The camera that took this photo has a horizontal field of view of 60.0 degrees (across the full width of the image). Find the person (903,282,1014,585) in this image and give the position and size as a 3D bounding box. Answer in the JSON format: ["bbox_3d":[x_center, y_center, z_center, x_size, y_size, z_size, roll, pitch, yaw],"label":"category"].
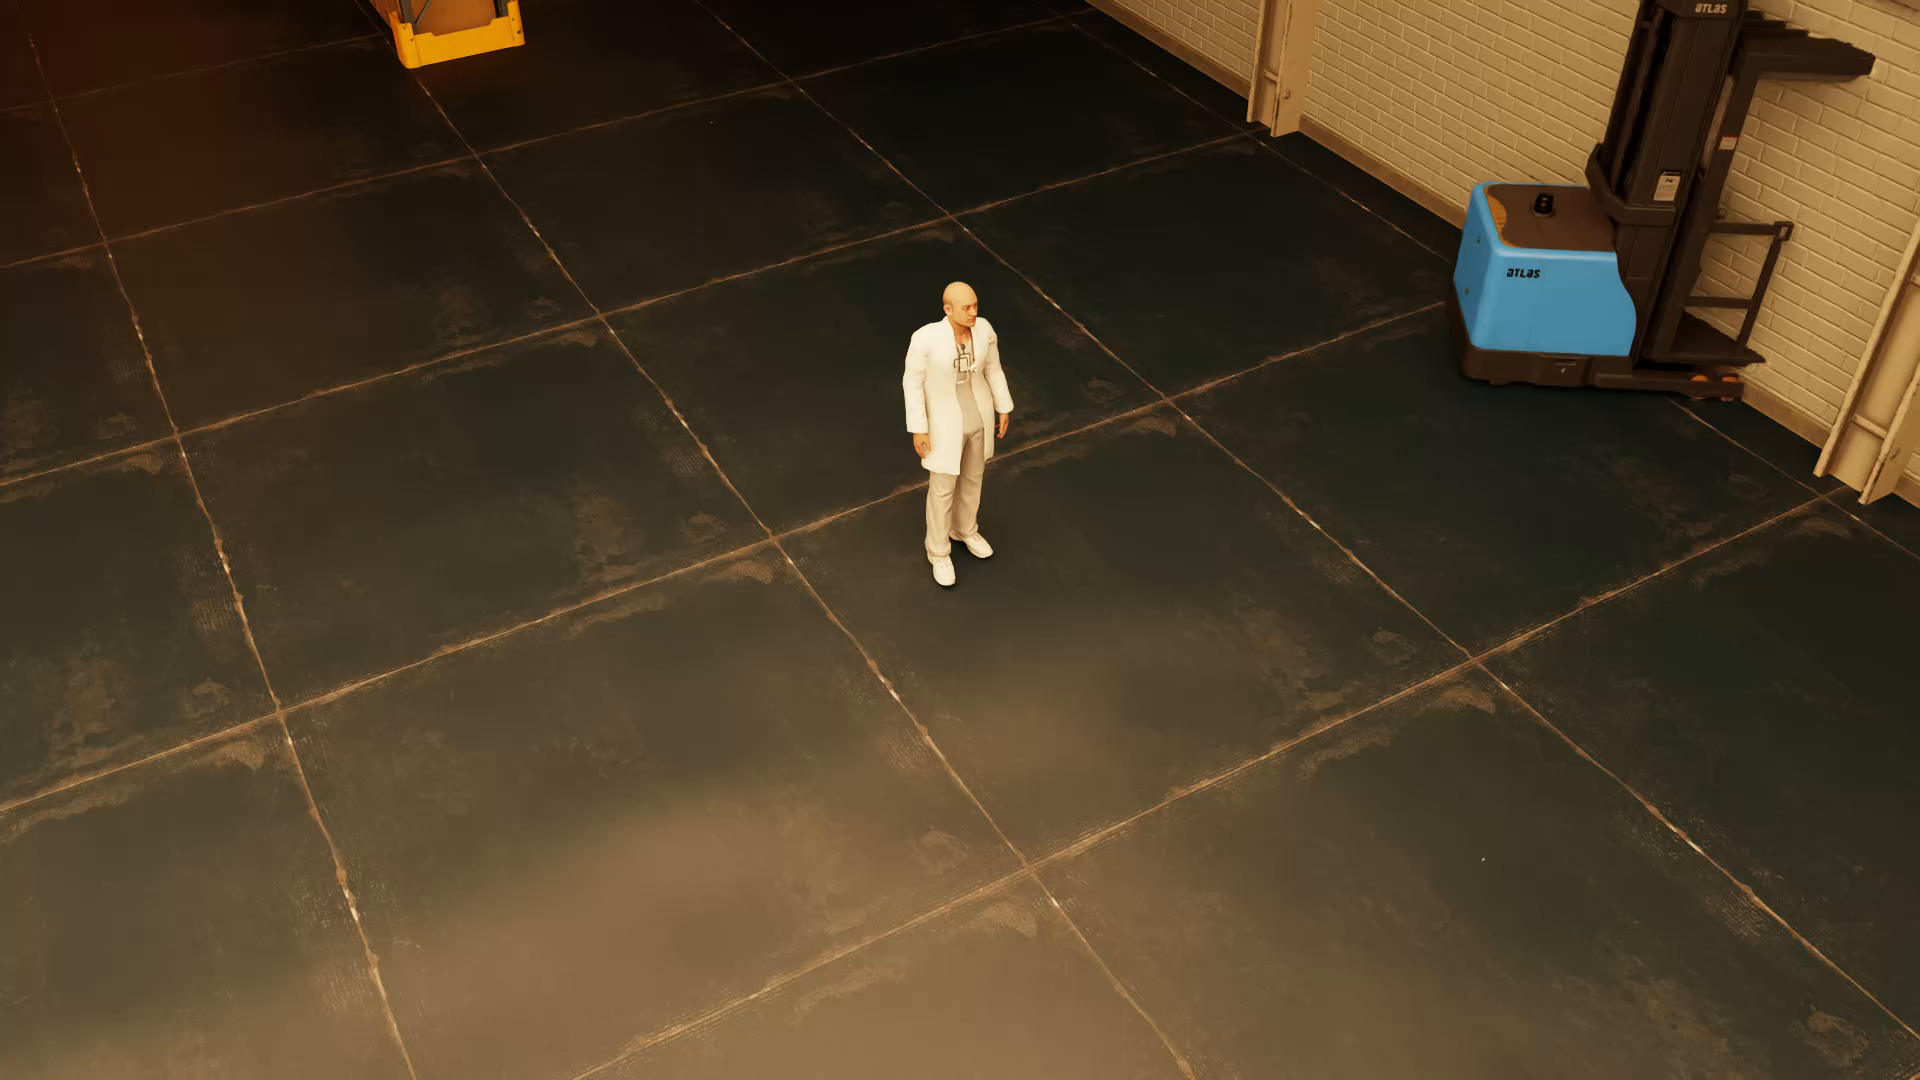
[{"bbox_3d":[0.041,-0.638,9.698,0.696,1.775,0.581,-20,44,-23],"label":"person"}]

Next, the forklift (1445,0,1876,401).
[{"bbox_3d":[5.060,-2.444,10.983,3.031,2.935,1.130,3,40,4],"label":"forklift"}]
